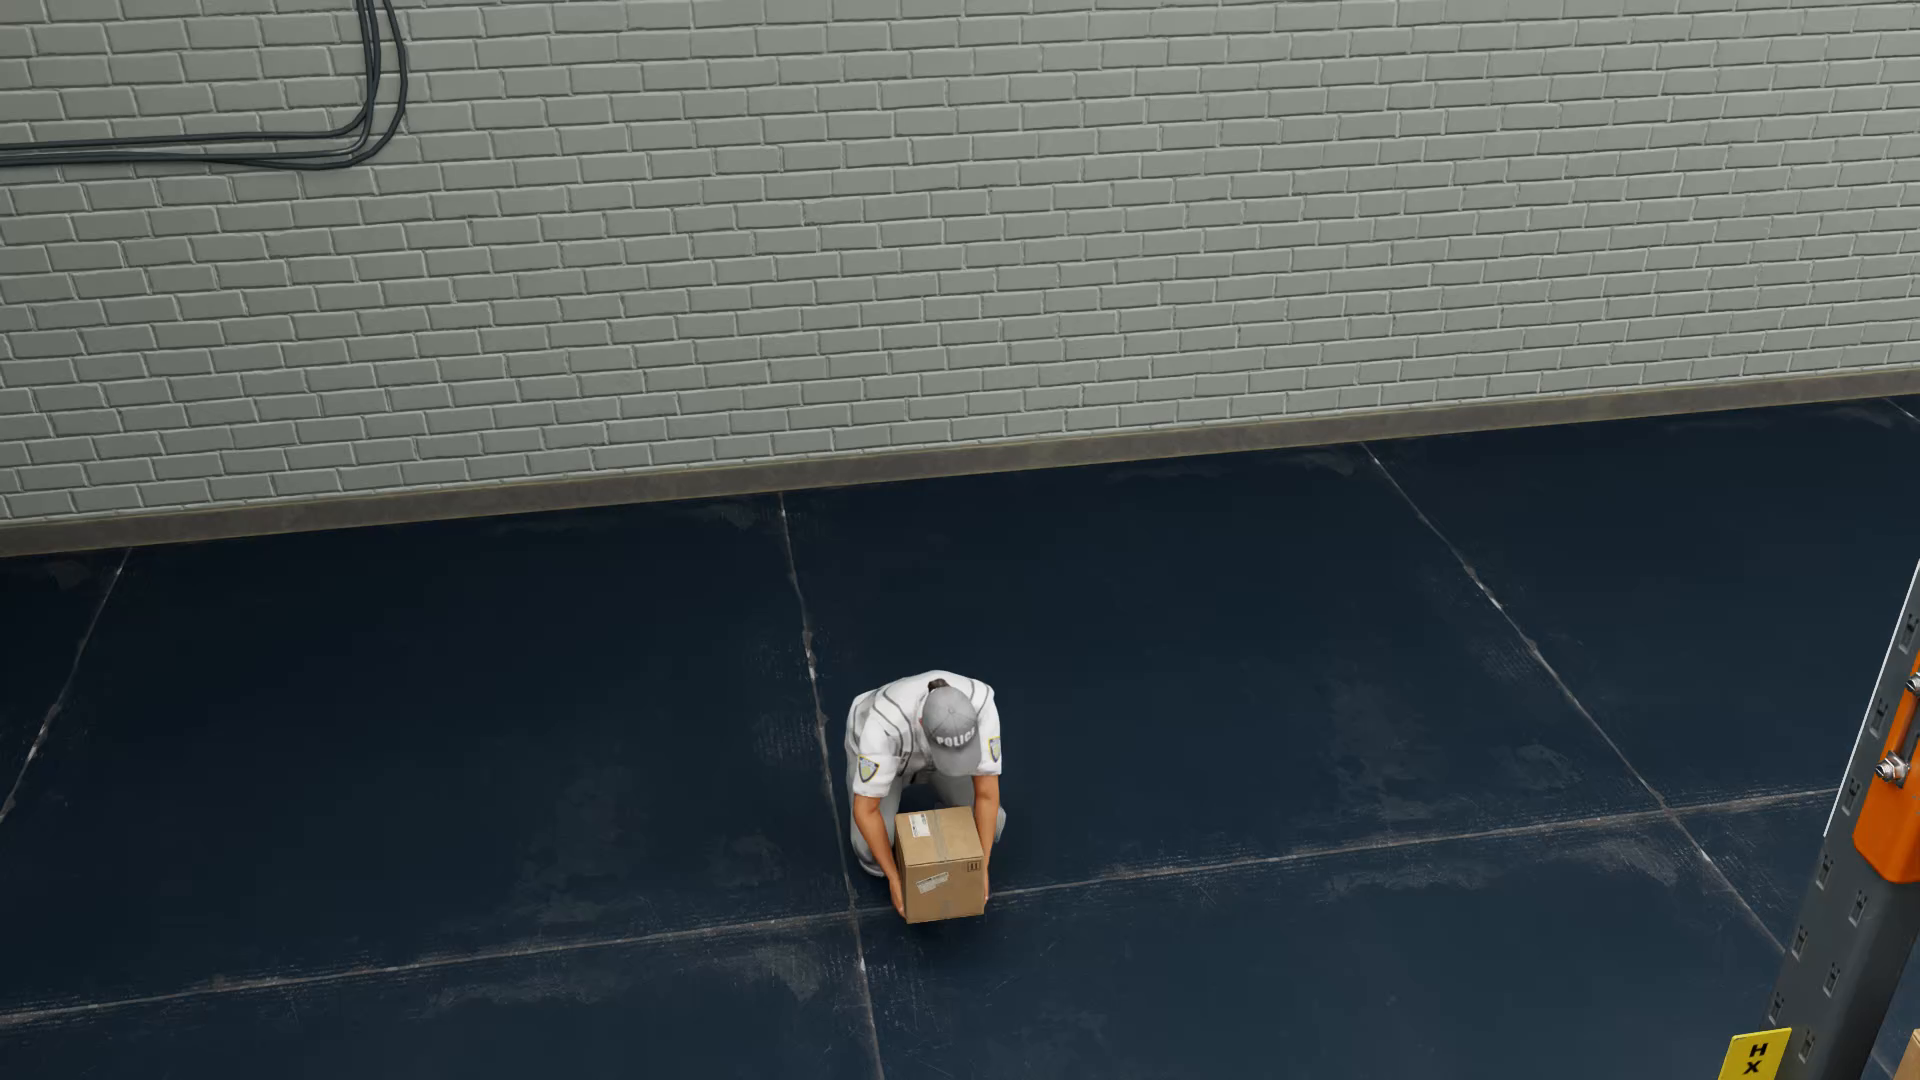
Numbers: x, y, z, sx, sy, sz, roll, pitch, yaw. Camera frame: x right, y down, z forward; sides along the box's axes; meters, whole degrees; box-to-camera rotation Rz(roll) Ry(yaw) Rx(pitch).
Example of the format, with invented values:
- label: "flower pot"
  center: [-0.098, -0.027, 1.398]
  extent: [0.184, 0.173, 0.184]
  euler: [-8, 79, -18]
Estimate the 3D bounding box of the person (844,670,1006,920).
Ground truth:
- label: "person"
  center: [-0.126, 0.757, 5.588]
  extent: [0.530, 0.938, 0.848]
  euler: [-5, 31, -9]
